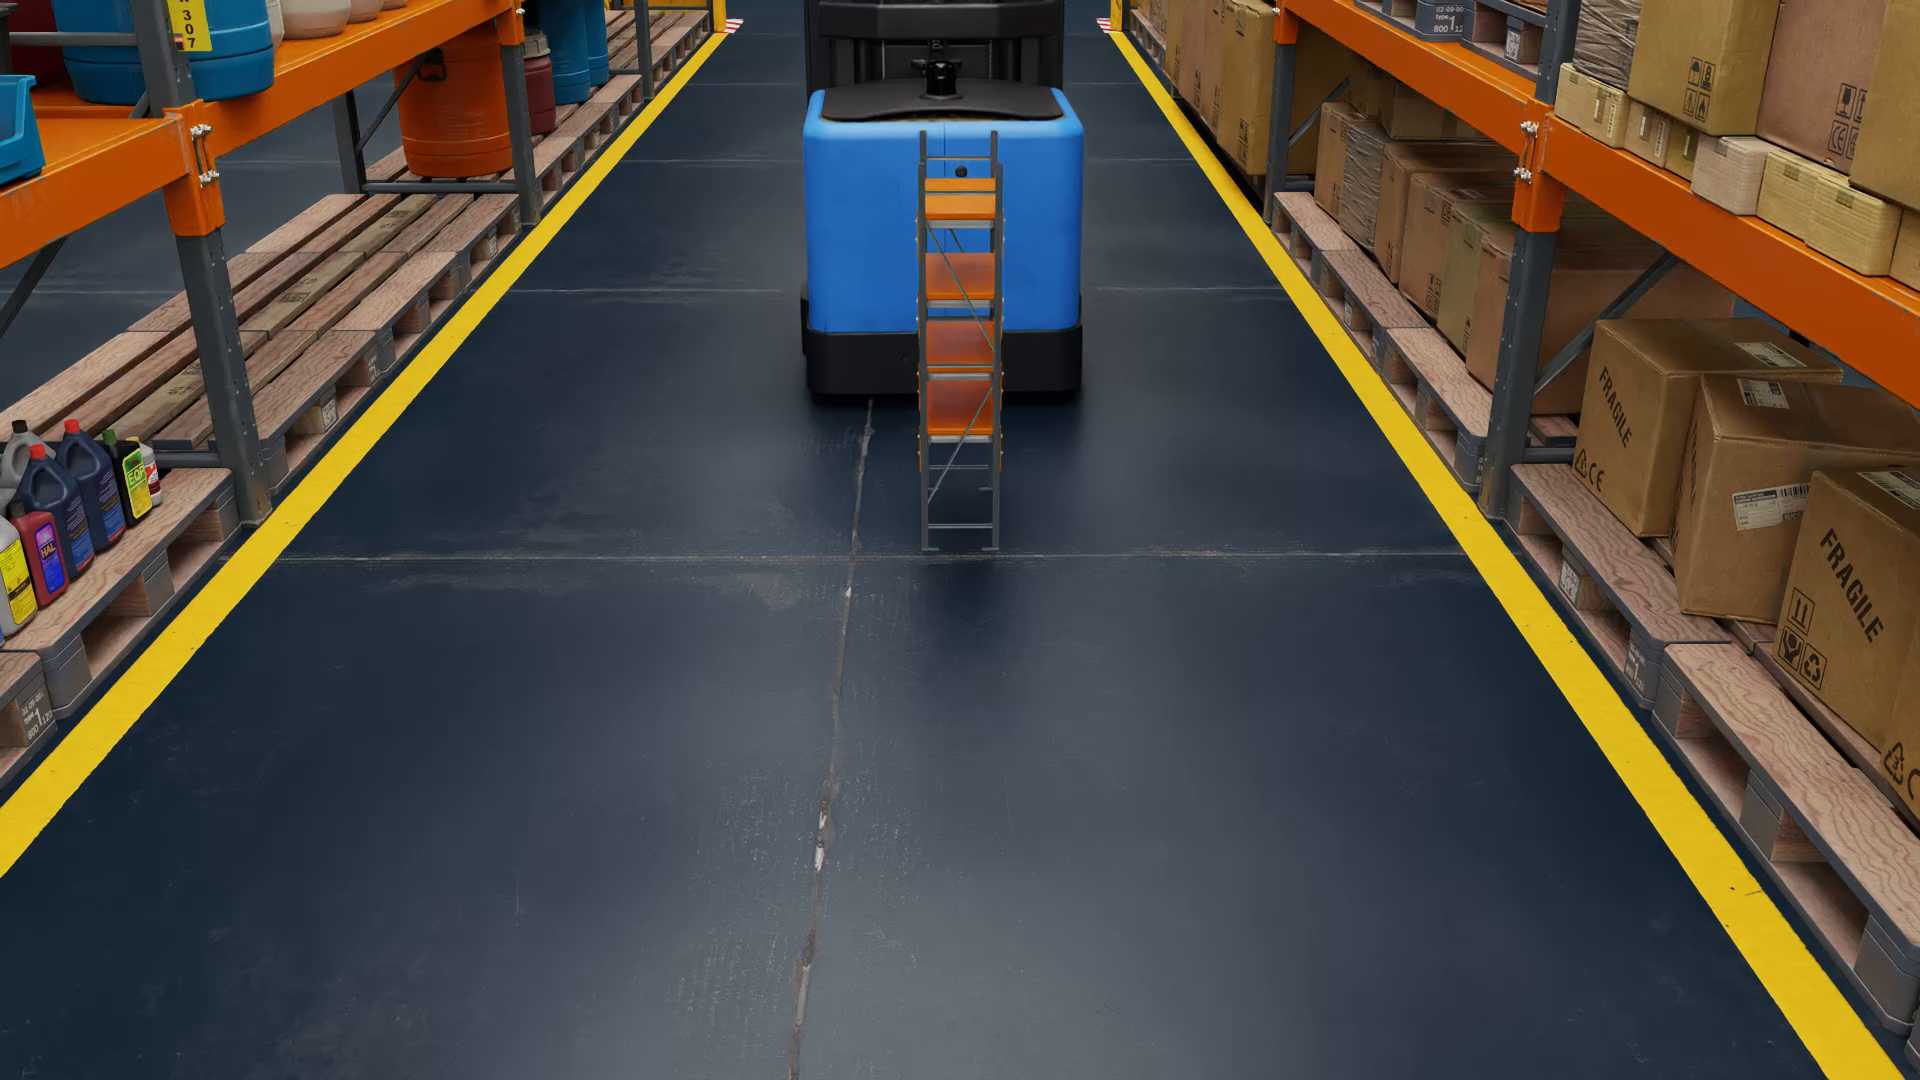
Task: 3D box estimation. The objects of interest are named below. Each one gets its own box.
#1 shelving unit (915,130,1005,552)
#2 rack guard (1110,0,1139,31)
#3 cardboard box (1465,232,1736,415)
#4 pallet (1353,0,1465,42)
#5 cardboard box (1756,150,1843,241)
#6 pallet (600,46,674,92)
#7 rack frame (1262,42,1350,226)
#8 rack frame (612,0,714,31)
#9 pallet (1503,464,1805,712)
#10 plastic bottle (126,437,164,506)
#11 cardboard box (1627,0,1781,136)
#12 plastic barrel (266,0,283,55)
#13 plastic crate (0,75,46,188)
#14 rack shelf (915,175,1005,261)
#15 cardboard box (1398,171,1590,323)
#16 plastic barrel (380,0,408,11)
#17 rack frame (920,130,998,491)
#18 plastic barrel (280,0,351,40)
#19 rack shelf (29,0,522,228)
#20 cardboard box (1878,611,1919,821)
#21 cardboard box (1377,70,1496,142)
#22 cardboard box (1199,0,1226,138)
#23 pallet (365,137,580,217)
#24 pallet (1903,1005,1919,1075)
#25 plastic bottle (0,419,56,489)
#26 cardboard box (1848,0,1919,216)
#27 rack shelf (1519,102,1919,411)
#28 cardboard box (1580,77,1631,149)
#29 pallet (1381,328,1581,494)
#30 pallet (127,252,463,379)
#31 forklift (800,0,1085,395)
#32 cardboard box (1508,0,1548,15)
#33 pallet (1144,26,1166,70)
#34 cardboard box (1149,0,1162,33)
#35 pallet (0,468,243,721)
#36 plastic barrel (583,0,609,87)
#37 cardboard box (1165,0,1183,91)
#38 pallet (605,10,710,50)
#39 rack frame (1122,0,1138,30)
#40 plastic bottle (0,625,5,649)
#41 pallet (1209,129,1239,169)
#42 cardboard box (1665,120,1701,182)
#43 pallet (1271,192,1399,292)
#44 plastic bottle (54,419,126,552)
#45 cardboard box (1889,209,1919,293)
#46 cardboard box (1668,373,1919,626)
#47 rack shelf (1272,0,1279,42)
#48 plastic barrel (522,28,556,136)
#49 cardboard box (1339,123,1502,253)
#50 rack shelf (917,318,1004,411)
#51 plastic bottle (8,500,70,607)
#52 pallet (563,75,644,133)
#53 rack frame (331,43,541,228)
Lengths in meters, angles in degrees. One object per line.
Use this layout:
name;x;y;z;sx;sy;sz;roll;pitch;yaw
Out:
shelving unit;-0.002;-0.615;5.154;0.258;1.200;0.503;0;24;-1
rack guard;2.074;-5.266;16.287;1.175;0.500;0.348;0;24;-1
cardboard box;2.220;-0.765;5.801;0.700;0.500;0.500;-2;24;-5
pallet;2.224;-2.196;6.698;1.003;0.211;1.213;0;24;-1
cardboard box;1.945;-0.731;3.531;0.380;0.149;0.250;0;24;-1
pallet;-2.882;-3.757;13.301;1.003;0.211;1.213;0;24;-1
rack frame;2.161;-3.099;8.462;1.000;3.000;0.127;0;24;-1
rack frame;-2.879;-6.373;15.701;1.000;3.000;0.127;0;24;-1
pallet;2.248;0.097;4.780;1.003;0.211;1.213;0;24;-1
plastic bottle;-2.432;-0.206;4.927;0.097;0.201;0.097;0;24;0
cardboard box;2.118;-1.240;3.869;0.875;0.500;0.500;0;24;-1
plastic barrel;-2.539;-1.885;5.614;0.433;0.535;0.433;0;24;0
plastic crate;-2.464;-0.906;3.793;0.499;0.251;0.616;0;24;-1
rack shelf;-0.002;-0.973;4.992;0.258;0.148;0.480;0;24;-1
cardboard box;2.227;-1.192;6.746;0.700;0.500;0.500;-2;24;-5
plastic barrel;-2.562;-2.531;7.070;0.421;0.512;0.421;0;24;0
rack frame;-0.004;-0.715;5.376;0.240;1.200;0.015;0;24;-1
plastic barrel;-2.547;-2.188;6.282;0.433;0.535;0.433;0;24;0
rack shelf;-2.770;-1.925;6.738;1.077;0.370;4.000;0;24;-1
cardboard box;2.230;0.384;3.285;0.500;0.500;0.500;2;24;4
cardboard box;2.215;-2.008;7.638;0.500;0.250;0.500;2;24;5
cardboard box;2.173;-2.974;10.254;1.225;0.875;0.875;0;24;0
pallet;-2.842;-2.131;9.705;1.003;0.211;1.213;0;24;-1
pallet;2.274;1.102;2.557;1.003;0.211;1.213;0;24;-1
plastic bottle;-2.597;-0.157;4.638;0.144;0.351;0.185;0;24;-1
cardboard box;2.189;-0.828;2.958;0.875;0.500;0.500;0;24;-1
rack shelf;2.227;-0.299;3.143;1.077;0.370;4.000;0;24;-1
cardboard box;1.896;-1.143;4.442;0.380;0.149;0.250;0;24;-1
pallet;2.195;-0.501;6.101;1.003;0.211;1.213;0;24;-1
pallet;-2.811;-0.985;7.172;1.003;0.211;1.213;0;24;-1
forklift;-0.120;-2.451;7.111;1.130;2.935;3.031;-1;24;-2
cardboard box;2.336;-2.243;5.332;1.000;1.000;1.000;0;24;0
pallet;2.171;-4.294;14.488;1.003;0.211;1.213;0;24;-1
cardboard box;2.171;-4.980;14.690;0.875;0.875;0.875;0;24;-1
pallet;-2.782;0.119;4.730;1.003;0.211;1.213;0;24;-1
plastic barrel;-2.846;-3.736;11.907;0.600;0.901;0.708;0;24;-1
cardboard box;2.145;-3.707;11.874;1.225;0.875;0.875;0;24;0
pallet;-2.908;-4.763;15.524;1.003;0.211;1.213;0;24;-1
rack frame;2.074;-6.395;15.750;1.000;3.000;0.127;0;24;-1
plastic bottle;-2.449;0.155;4.038;0.152;0.276;0.135;0;24;0
pallet;2.218;-2.655;10.864;1.003;0.211;1.213;0;24;-1
cardboard box;1.939;-0.937;3.987;0.380;0.149;0.250;0;24;-1
pallet;2.168;-1.506;8.324;1.003;0.211;1.213;0;24;-1
plastic bottle;-2.453;-0.158;4.639;0.144;0.351;0.185;-1;24;-2
cardboard box;1.984;-0.525;3.076;0.380;0.149;0.250;0;24;-1
cardboard box;2.183;-0.102;4.359;0.500;0.500;0.500;8;25;16
rack shelf;2.139;-3.595;10.432;1.077;0.370;4.000;0;24;-1
plastic barrel;-2.826;-2.836;10.297;0.600;0.588;0.708;0;24;-1
cardboard box;2.207;-1.656;7.771;0.700;0.500;0.500;-2;24;-5
rack shelf;-0.002;-0.554;5.181;0.258;0.148;0.480;0;24;-1
plastic bottle;-2.407;0.019;4.330;0.061;0.283;0.133;1;24;3
pallet;-2.868;-3.136;11.928;1.003;0.211;1.213;0;24;-1
rack frame;-2.791;-3.077;8.412;1.000;3.000;0.127;0;24;-1
